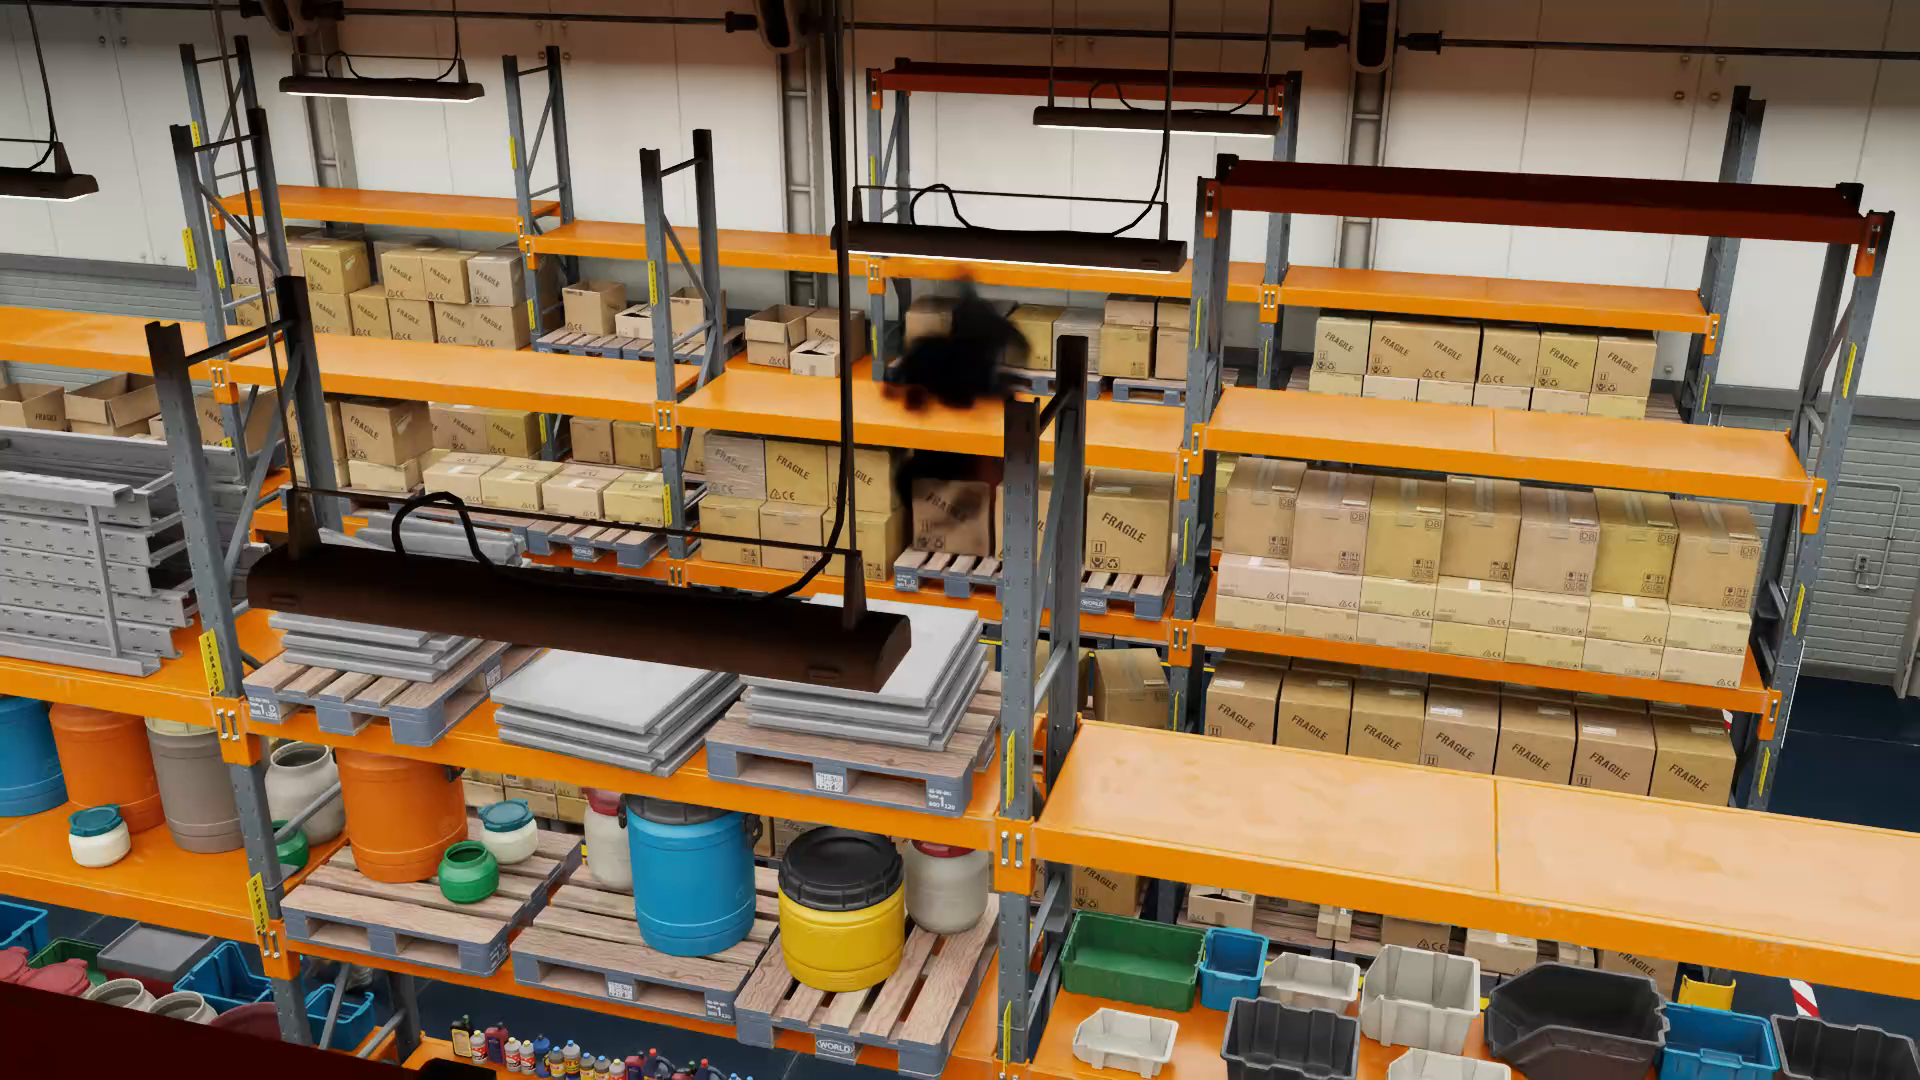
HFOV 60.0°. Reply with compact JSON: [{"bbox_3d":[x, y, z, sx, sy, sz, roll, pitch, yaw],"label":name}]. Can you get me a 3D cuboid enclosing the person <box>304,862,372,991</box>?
[{"bbox_3d":[-4.782,2.566,12.306,0.752,1.831,0.624,2,23,5],"label":"person"}]
